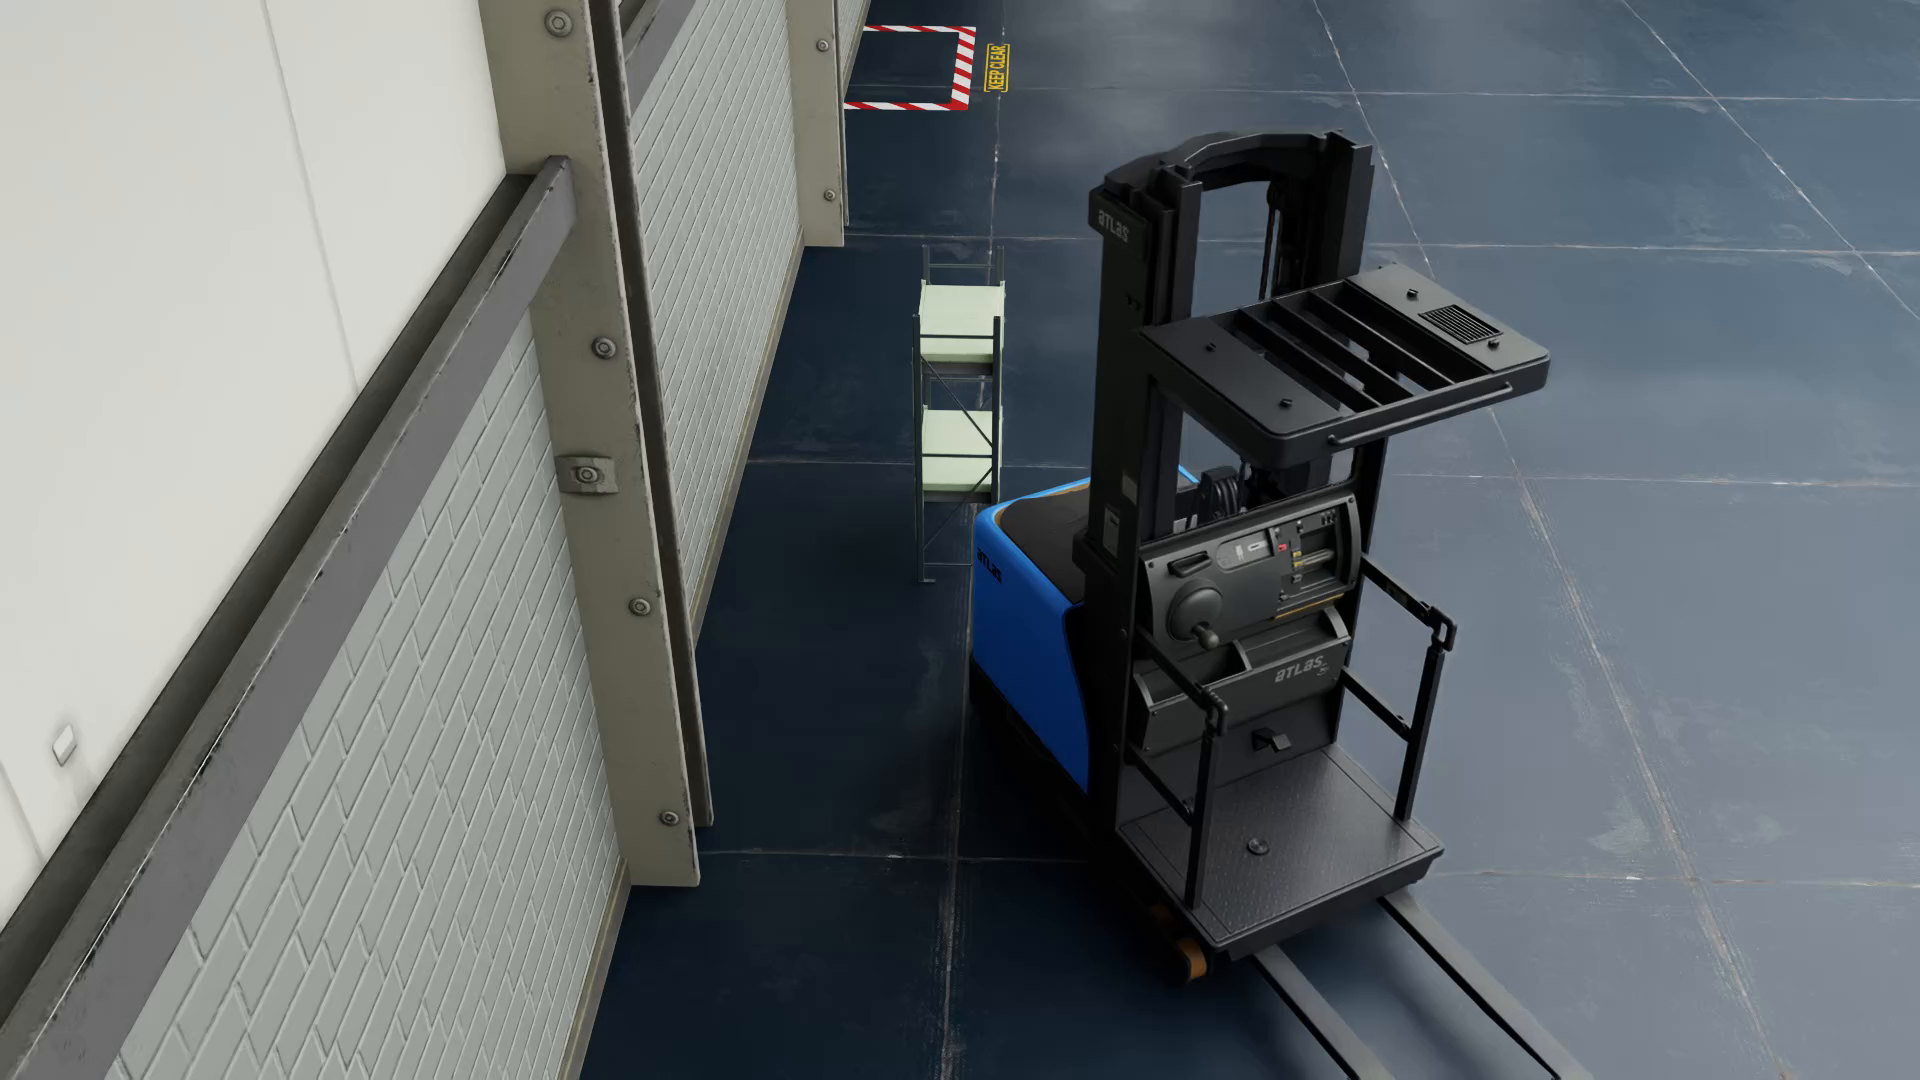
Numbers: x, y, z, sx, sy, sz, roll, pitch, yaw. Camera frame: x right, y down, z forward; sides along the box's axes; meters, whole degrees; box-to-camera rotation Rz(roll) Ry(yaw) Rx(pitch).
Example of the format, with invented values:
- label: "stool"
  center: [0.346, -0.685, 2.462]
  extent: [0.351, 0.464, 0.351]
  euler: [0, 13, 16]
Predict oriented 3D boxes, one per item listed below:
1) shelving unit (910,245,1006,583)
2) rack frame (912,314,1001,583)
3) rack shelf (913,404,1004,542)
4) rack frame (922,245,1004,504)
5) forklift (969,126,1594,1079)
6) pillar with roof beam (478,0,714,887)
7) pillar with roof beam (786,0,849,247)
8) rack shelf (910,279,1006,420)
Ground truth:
- label: "shelving unit"
  center: [0.000, -0.610, 8.259]
  extent: [0.431, 1.500, 0.755]
  euler: [1, 35, 2]
- label: "rack frame"
  center: [-0.015, -0.399, 7.960]
  extent: [0.400, 1.500, 0.023]
  euler: [1, 35, 2]
- label: "rack shelf"
  center: [0.000, -0.343, 8.446]
  extent: [0.431, 0.370, 0.720]
  euler: [1, 35, 2]
- label: "rack frame"
  center: [0.014, -0.820, 8.558]
  extent: [0.400, 1.500, 0.023]
  euler: [1, 35, 2]
- label: "forklift"
  center: [1.172, 0.176, 5.896]
  extent: [1.130, 2.935, 3.031]
  euler: [-17, 38, -22]
- label: "pillar with roof beam"
  center: [3.099, -2.302, 4.145]
  extent: [9.100, 9.000, 0.400]
  euler: [1, 35, 2]
- label: "pillar with roof beam"
  center: [3.340, -5.749, 9.050]
  extent: [9.100, 9.000, 0.400]
  euler: [1, 35, 2]
- label: "rack shelf"
  center: [0.000, -0.929, 8.035]
  extent: [0.431, 0.370, 0.720]
  euler: [1, 35, 2]
